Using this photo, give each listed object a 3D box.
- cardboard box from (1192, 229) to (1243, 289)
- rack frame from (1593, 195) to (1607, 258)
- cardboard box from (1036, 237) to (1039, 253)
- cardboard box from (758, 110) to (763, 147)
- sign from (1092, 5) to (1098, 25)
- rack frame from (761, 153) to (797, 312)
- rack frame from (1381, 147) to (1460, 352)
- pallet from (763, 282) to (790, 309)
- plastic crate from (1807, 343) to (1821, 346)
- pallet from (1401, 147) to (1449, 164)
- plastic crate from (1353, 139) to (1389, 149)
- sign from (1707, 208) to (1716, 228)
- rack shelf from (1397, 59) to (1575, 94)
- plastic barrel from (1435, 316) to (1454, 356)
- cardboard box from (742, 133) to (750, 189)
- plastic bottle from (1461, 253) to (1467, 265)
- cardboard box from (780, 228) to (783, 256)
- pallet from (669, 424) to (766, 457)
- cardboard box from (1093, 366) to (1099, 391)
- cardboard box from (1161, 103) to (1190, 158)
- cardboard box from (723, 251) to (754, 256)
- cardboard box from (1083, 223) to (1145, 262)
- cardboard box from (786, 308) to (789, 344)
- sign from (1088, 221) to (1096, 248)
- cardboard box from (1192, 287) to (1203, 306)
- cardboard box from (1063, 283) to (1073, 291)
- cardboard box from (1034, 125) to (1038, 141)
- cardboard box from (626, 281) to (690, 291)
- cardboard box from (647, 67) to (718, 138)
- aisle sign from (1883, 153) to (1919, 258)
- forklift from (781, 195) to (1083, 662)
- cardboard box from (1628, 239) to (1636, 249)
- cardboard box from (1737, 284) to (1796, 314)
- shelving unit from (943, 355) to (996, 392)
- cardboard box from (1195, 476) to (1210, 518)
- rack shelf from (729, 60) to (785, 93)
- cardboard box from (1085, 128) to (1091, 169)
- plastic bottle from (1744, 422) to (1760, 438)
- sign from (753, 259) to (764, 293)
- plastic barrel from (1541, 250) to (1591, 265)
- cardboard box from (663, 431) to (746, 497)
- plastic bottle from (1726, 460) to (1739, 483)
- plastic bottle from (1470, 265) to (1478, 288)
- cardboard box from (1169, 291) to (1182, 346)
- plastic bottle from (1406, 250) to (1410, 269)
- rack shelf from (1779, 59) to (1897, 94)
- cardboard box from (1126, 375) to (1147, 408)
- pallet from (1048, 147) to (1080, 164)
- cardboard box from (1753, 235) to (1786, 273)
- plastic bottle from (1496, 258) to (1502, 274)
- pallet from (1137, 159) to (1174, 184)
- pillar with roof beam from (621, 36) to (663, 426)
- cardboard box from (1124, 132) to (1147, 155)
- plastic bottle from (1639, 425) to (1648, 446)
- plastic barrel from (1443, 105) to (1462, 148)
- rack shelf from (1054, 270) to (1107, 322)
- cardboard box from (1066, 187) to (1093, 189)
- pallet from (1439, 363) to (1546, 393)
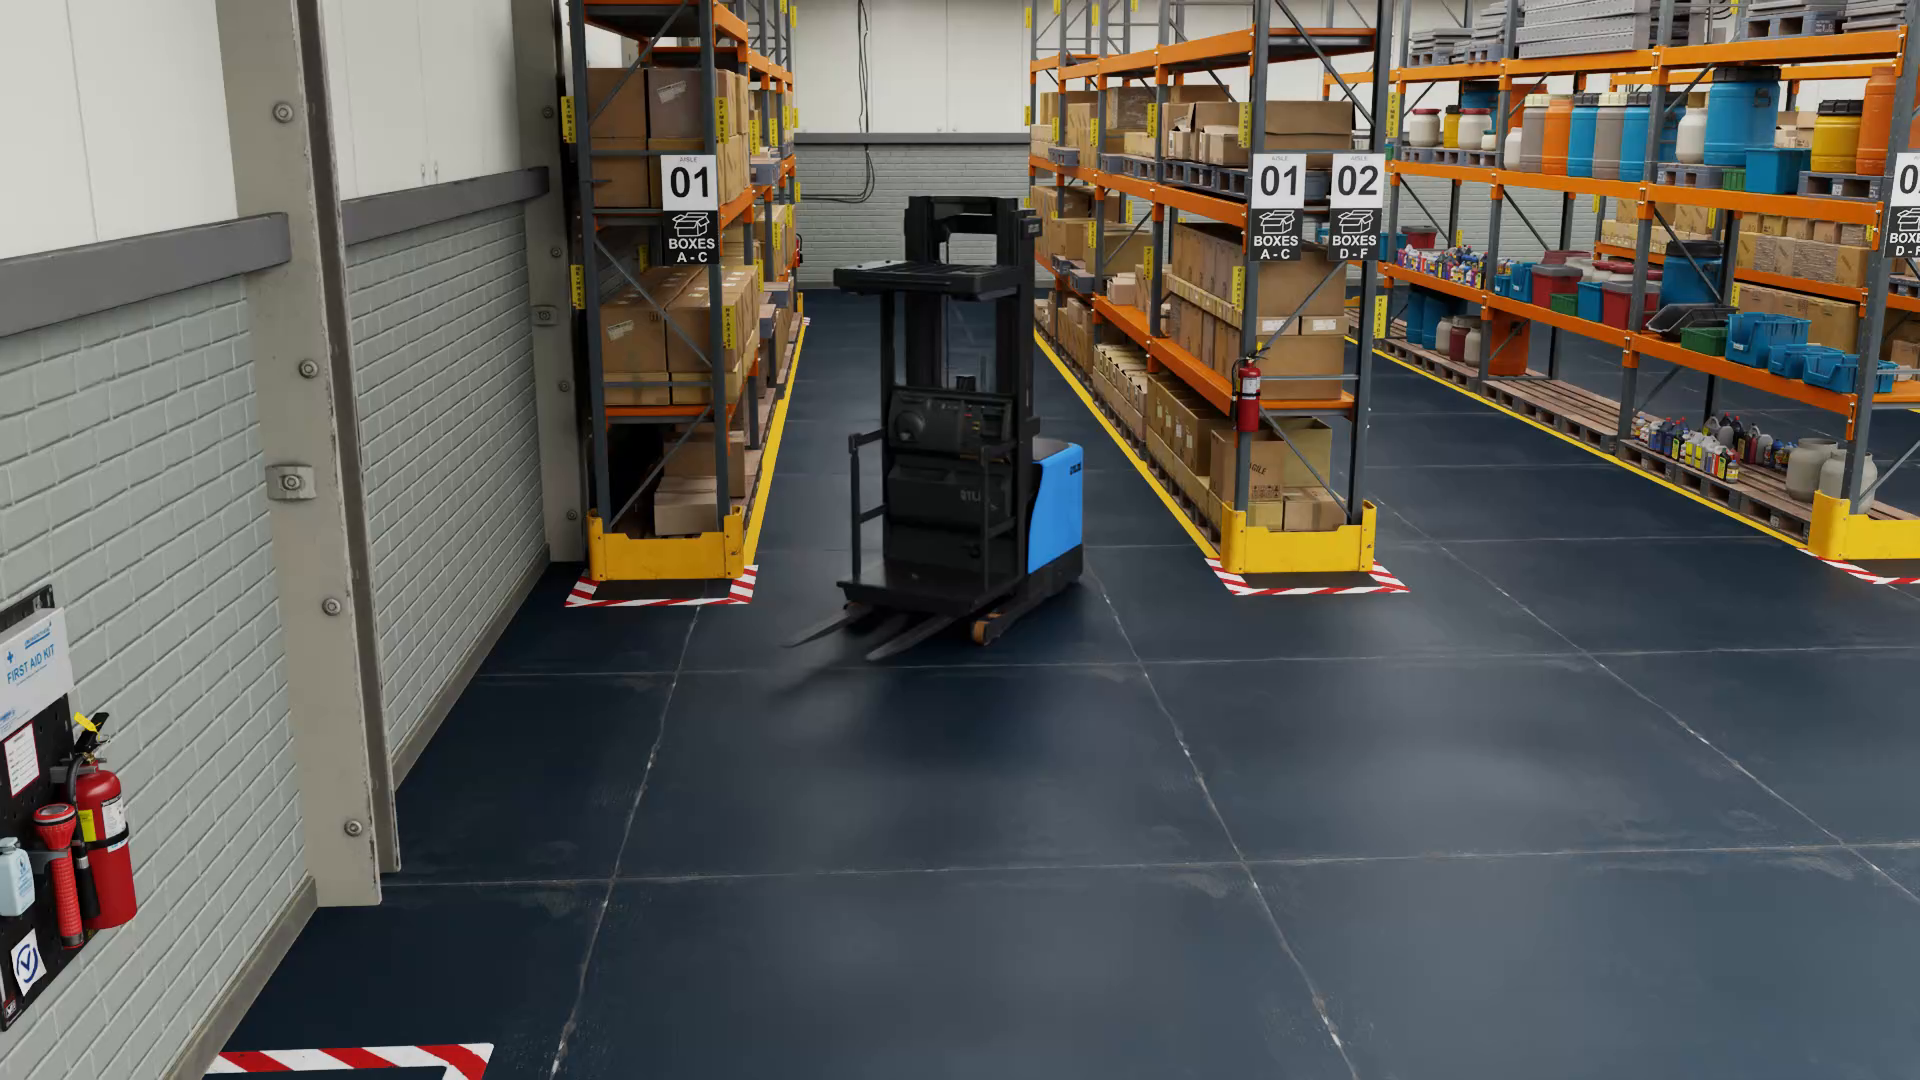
[{"bbox_3d":[2.515,-2.558,15.146,0.700,0.500,0.500,-1,14,-3],"label":"cardboard box"},{"bbox_3d":[11.562,-5.379,28.911,1.000,3.000,0.127,-1,14,-3],"label":"rack frame"},{"bbox_3d":[1.505,-4.907,26.879,0.500,0.500,0.500,-1,14,-4],"label":"cardboard box"},{"bbox_3d":[-2.977,-5.511,22.320,0.700,0.500,0.500,-1,14,-4],"label":"cardboard box"},{"bbox_3d":[2.230,-8.664,27.450,0.100,0.325,0.005,-1,14,-3],"label":"sign"},{"bbox_3d":[-3.269,-5.149,28.019,1.000,3.000,0.127,-1,14,-3],"label":"rack frame"},{"bbox_3d":[6.867,-4.307,24.747,1.000,3.000,0.127,-1,14,-3],"label":"rack frame"},{"bbox_3d":[-2.623,-2.891,19.628,1.213,0.211,1.003,-1,14,-3],"label":"pallet"},{"bbox_3d":[7.716,-1.790,15.493,0.530,0.136,0.437,-1,14,-3],"label":"plastic crate"},{"bbox_3d":[7.013,-5.475,23.645,1.213,0.211,1.003,-1,14,-3],"label":"pallet"},{"bbox_3d":[6.448,-6.141,26.094,0.437,0.282,0.530,-1,14,-3],"label":"plastic crate"},{"bbox_3d":[11.256,-4.832,24.892,0.100,0.325,0.005,-1,14,-3],"label":"sign"},{"bbox_3d":[6.991,-6.173,22.206,1.077,0.370,4.000,-1,14,-3],"label":"rack shelf"},{"bbox_3d":[6.873,-2.852,23.243,0.421,0.512,0.421,0,14,0],"label":"plastic barrel"},{"bbox_3d":[-2.248,-3.553,15.556,0.500,0.500,0.500,0,14,-2],"label":"cardboard box"},{"bbox_3d":[7.144,-3.929,23.536,0.097,0.271,0.097,0,14,0],"label":"plastic bottle"},{"bbox_3d":[-2.677,-3.994,22.691,0.500,0.500,0.500,-1,14,-3],"label":"cardboard box"},{"bbox_3d":[-2.575,-1.008,17.520,1.003,0.211,1.213,-1,14,-3],"label":"pallet"},{"bbox_3d":[1.910,-1.974,20.354,0.500,0.250,0.500,-1,14,-4],"label":"cardboard box"},{"bbox_3d":[2.186,-3.885,15.762,0.500,0.500,0.500,0,14,1],"label":"cardboard box"},{"bbox_3d":[-2.623,-2.856,18.022,0.700,0.500,0.500,1,14,4],"label":"cardboard box"},{"bbox_3d":[2.094,-4.045,22.685,0.700,0.500,0.500,-5,15,-18],"label":"cardboard box"},{"bbox_3d":[-2.851,-3.157,23.748,0.750,0.750,0.750,-1,14,-3],"label":"cardboard box"},{"bbox_3d":[1.629,-3.749,20.411,0.100,0.325,0.005,-1,14,-3],"label":"sign"},{"bbox_3d":[2.325,-2.214,15.111,0.380,0.149,0.250,-1,14,-5],"label":"cardboard box"},{"bbox_3d":[1.954,-4.098,28.066,0.500,0.500,0.500,-1,14,-3],"label":"cardboard box"},{"bbox_3d":[1.471,-6.592,26.907,0.500,0.250,0.500,-1,14,-3],"label":"cardboard box"},{"bbox_3d":[-2.608,-1.963,14.393,0.500,0.500,0.500,-1,14,-3],"label":"cardboard box"},{"bbox_3d":[-2.059,-3.265,12.427,0.500,0.500,0.500,-2,15,-7],"label":"cardboard box"},{"bbox_3d":[7.318,-2.559,12.737,0.394,0.787,0.004,-1,14,-3],"label":"aisle sign"},{"bbox_3d":[-0.164,-0.834,11.385,1.130,2.935,3.031,7,16,26],"label":"forklift"},{"bbox_3d":[11.320,-4.908,27.586,0.380,0.149,0.250,-1,14,-5],"label":"cardboard box"},{"bbox_3d":[11.926,-3.177,23.776,1.225,0.875,0.875,-1,14,-5],"label":"cardboard box"},{"bbox_3d":[0.005,-0.705,13.757,0.538,1.500,1.048,-1,14,-3],"label":"shelving unit"},{"bbox_3d":[2.295,-0.372,14.128,0.500,0.250,0.500,-1,14,-3],"label":"cardboard box"},{"bbox_3d":[-2.897,-6.020,21.612,1.077,0.370,4.000,-1,14,-3],"label":"rack shelf"},{"bbox_3d":[2.078,-4.973,21.114,0.910,0.500,0.500,-1,14,-3],"label":"cardboard box"},{"bbox_3d":[7.722,-0.964,16.187,0.144,0.351,0.185,-1,14,-4],"label":"plastic bottle"},{"bbox_3d":[-1.985,-2.594,16.352,0.100,0.325,0.005,-1,14,-3],"label":"sign"},{"bbox_3d":[7.446,-3.268,20.434,0.600,0.536,0.708,-1,14,-3],"label":"plastic barrel"},{"bbox_3d":[-2.262,-0.671,14.748,0.700,0.500,0.500,-2,15,-7],"label":"cardboard box"},{"bbox_3d":[7.059,-0.631,15.191,0.097,0.201,0.097,0,14,0],"label":"plastic bottle"},{"bbox_3d":[6.649,-3.407,21.484,0.061,0.283,0.133,-1,14,-3],"label":"plastic bottle"},{"bbox_3d":[2.452,-2.180,16.280,0.700,0.500,0.500,-1,14,-5],"label":"cardboard box"},{"bbox_3d":[6.503,-4.061,24.050,0.097,0.271,0.097,0,14,0],"label":"plastic bottle"},{"bbox_3d":[11.934,-6.250,22.503,1.077,0.370,4.000,-1,14,-3],"label":"rack shelf"},{"bbox_3d":[2.068,-1.611,17.818,0.500,0.311,0.500,0,14,-2],"label":"cardboard box"},{"bbox_3d":[1.893,-5.430,23.469,1.213,0.211,1.003,-1,14,-3],"label":"pallet"},{"bbox_3d":[11.652,-4.064,23.603,0.500,0.500,0.500,-1,14,-5],"label":"cardboard box"},{"bbox_3d":[7.324,-3.710,22.675,0.152,0.276,0.135,-1,14,-3],"label":"plastic bottle"},{"bbox_3d":[2.351,-3.821,17.223,0.805,0.209,1.217,-1,15,-6],"label":"pallet"},{"bbox_3d":[0.740,-5.795,18.489,9.100,9.000,0.400,-1,14,-3],"label":"pillar with roof beam"},{"bbox_3d":[2.255,-4.708,19.745,0.500,0.250,0.500,-2,15,-8],"label":"cardboard box"},{"bbox_3d":[6.951,-1.064,16.876,0.097,0.201,0.097,0,14,0],"label":"plastic bottle"},{"bbox_3d":[7.126,-5.831,23.428,0.600,0.588,0.600,0,14,0],"label":"plastic barrel"},{"bbox_3d":[2.046,-3.386,22.610,1.077,0.370,4.000,-1,14,-3],"label":"rack shelf"},{"bbox_3d":[2.009,-5.527,27.281,0.500,0.500,0.500,0,14,-2],"label":"cardboard box"},{"bbox_3d":[7.024,-2.157,21.988,1.003,0.211,1.213,-1,14,-3],"label":"pallet"}]
